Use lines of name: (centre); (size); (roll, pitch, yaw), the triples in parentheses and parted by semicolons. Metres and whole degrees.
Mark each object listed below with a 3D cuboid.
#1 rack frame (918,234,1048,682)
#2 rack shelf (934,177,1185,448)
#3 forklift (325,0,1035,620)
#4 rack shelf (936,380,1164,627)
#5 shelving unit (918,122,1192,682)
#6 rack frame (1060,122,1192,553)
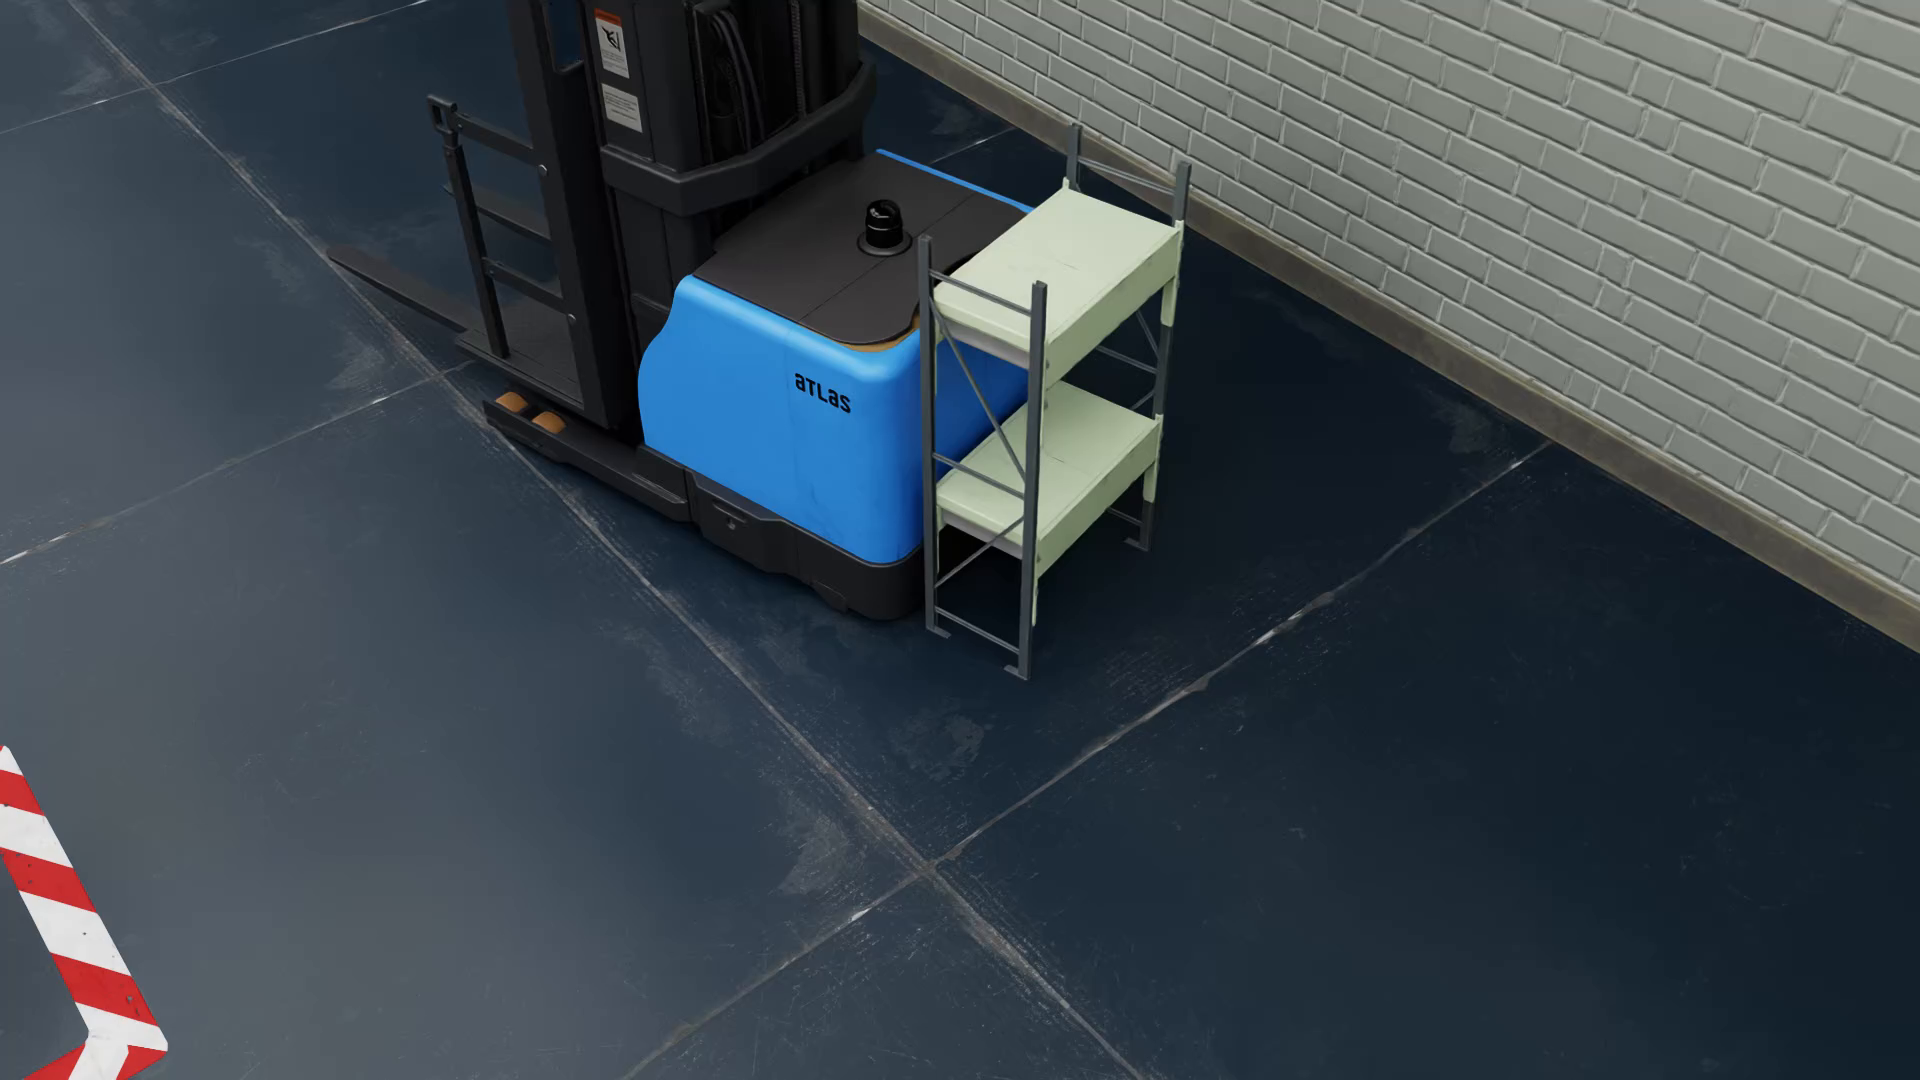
rack frame: (0.056, -0.183, 4.849); (0.400, 1.500, 0.023); (26, 49, 25)
rack shelf: (0.271, -0.671, 4.798); (0.431, 0.370, 0.720); (26, 49, 25)
forklift: (-1.129, -1.632, 5.347); (3.031, 2.935, 1.130); (27, 49, 26)
rack shelf: (0.271, -0.148, 5.289); (0.431, 0.370, 0.720); (26, 49, 25)
shelving unit: (0.271, -0.386, 5.066); (0.431, 1.500, 0.755); (26, 49, 25)
rack frame: (0.485, -0.589, 5.282); (0.400, 1.500, 0.023); (26, 49, 25)
